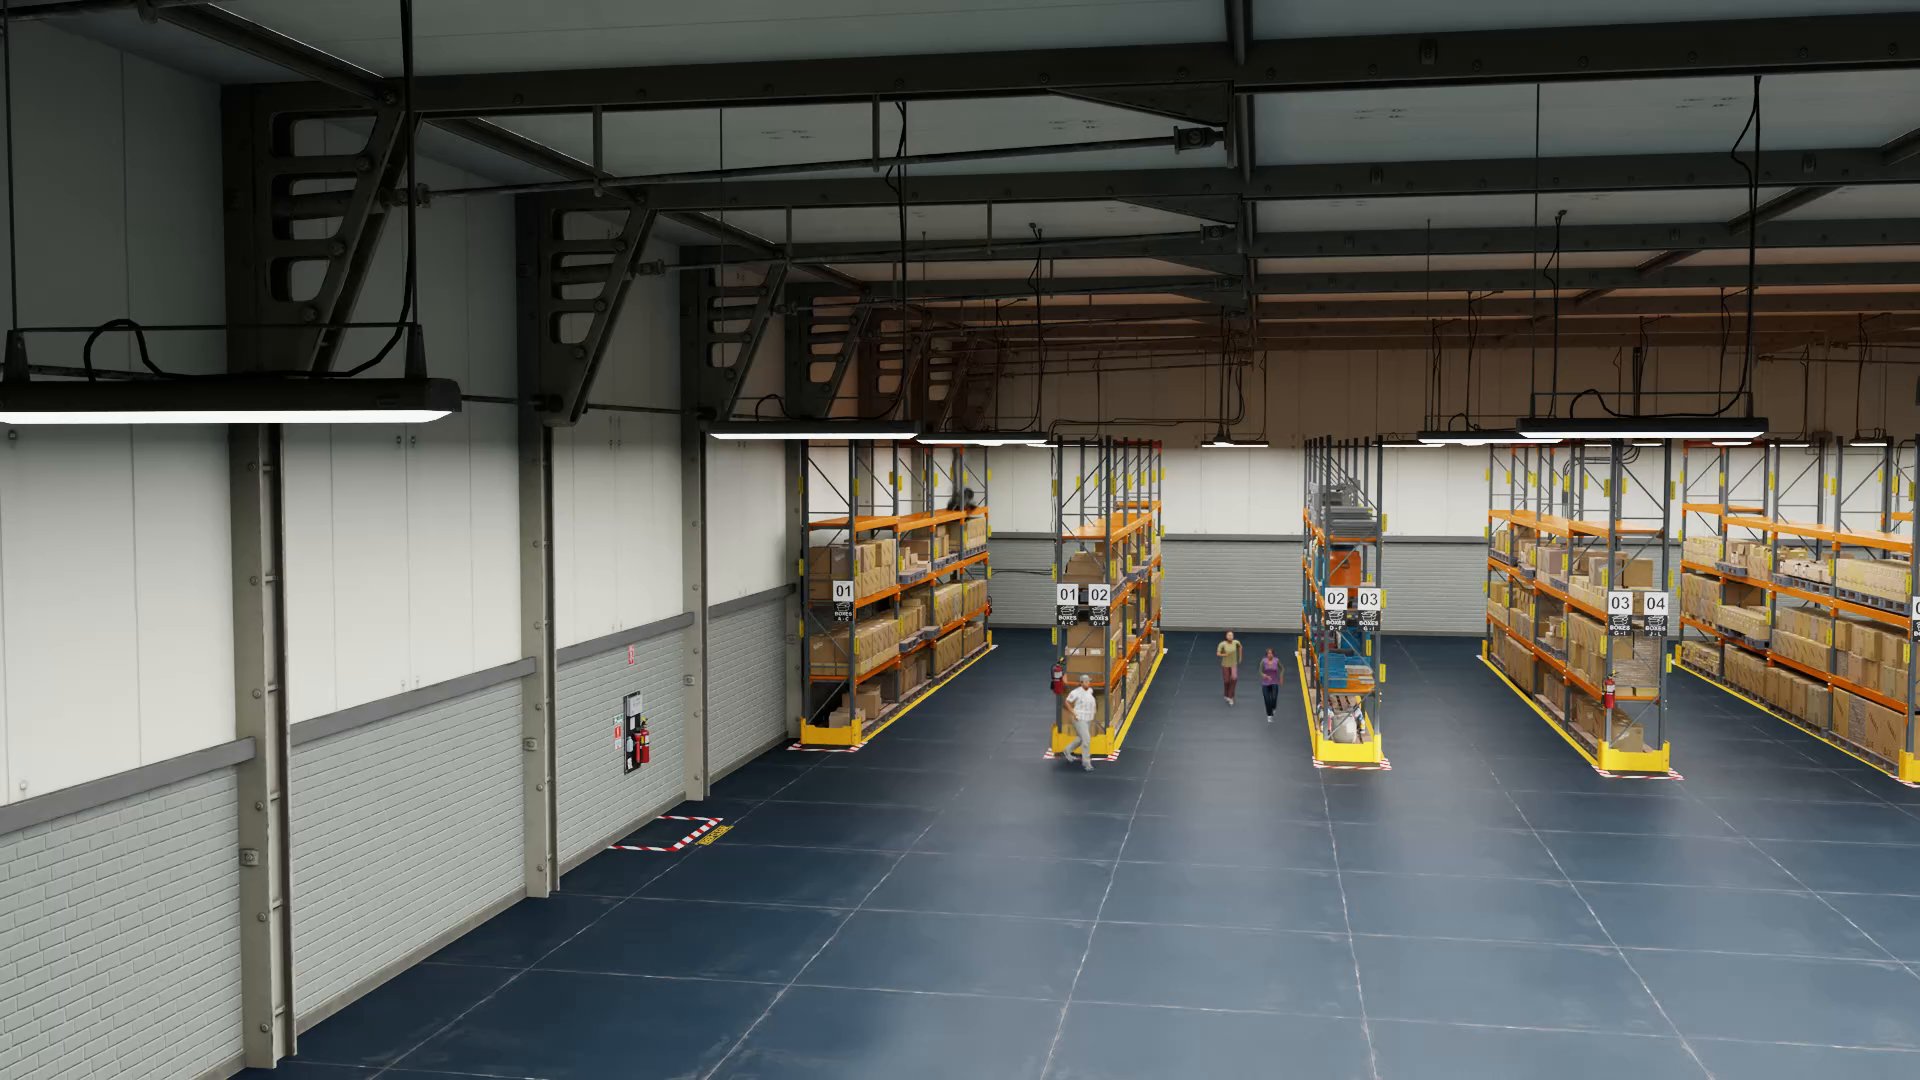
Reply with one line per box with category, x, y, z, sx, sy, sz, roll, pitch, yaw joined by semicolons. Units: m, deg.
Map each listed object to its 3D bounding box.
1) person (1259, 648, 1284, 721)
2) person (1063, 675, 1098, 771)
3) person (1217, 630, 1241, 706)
person;6.544;3.047;34.970;0.516;1.565;0.603;1;3;11
person;2.192;3.271;30.062;0.832;1.700;0.621;3;4;42
person;6.068;2.870;37.528;0.599;1.692;0.821;0;3;-1
